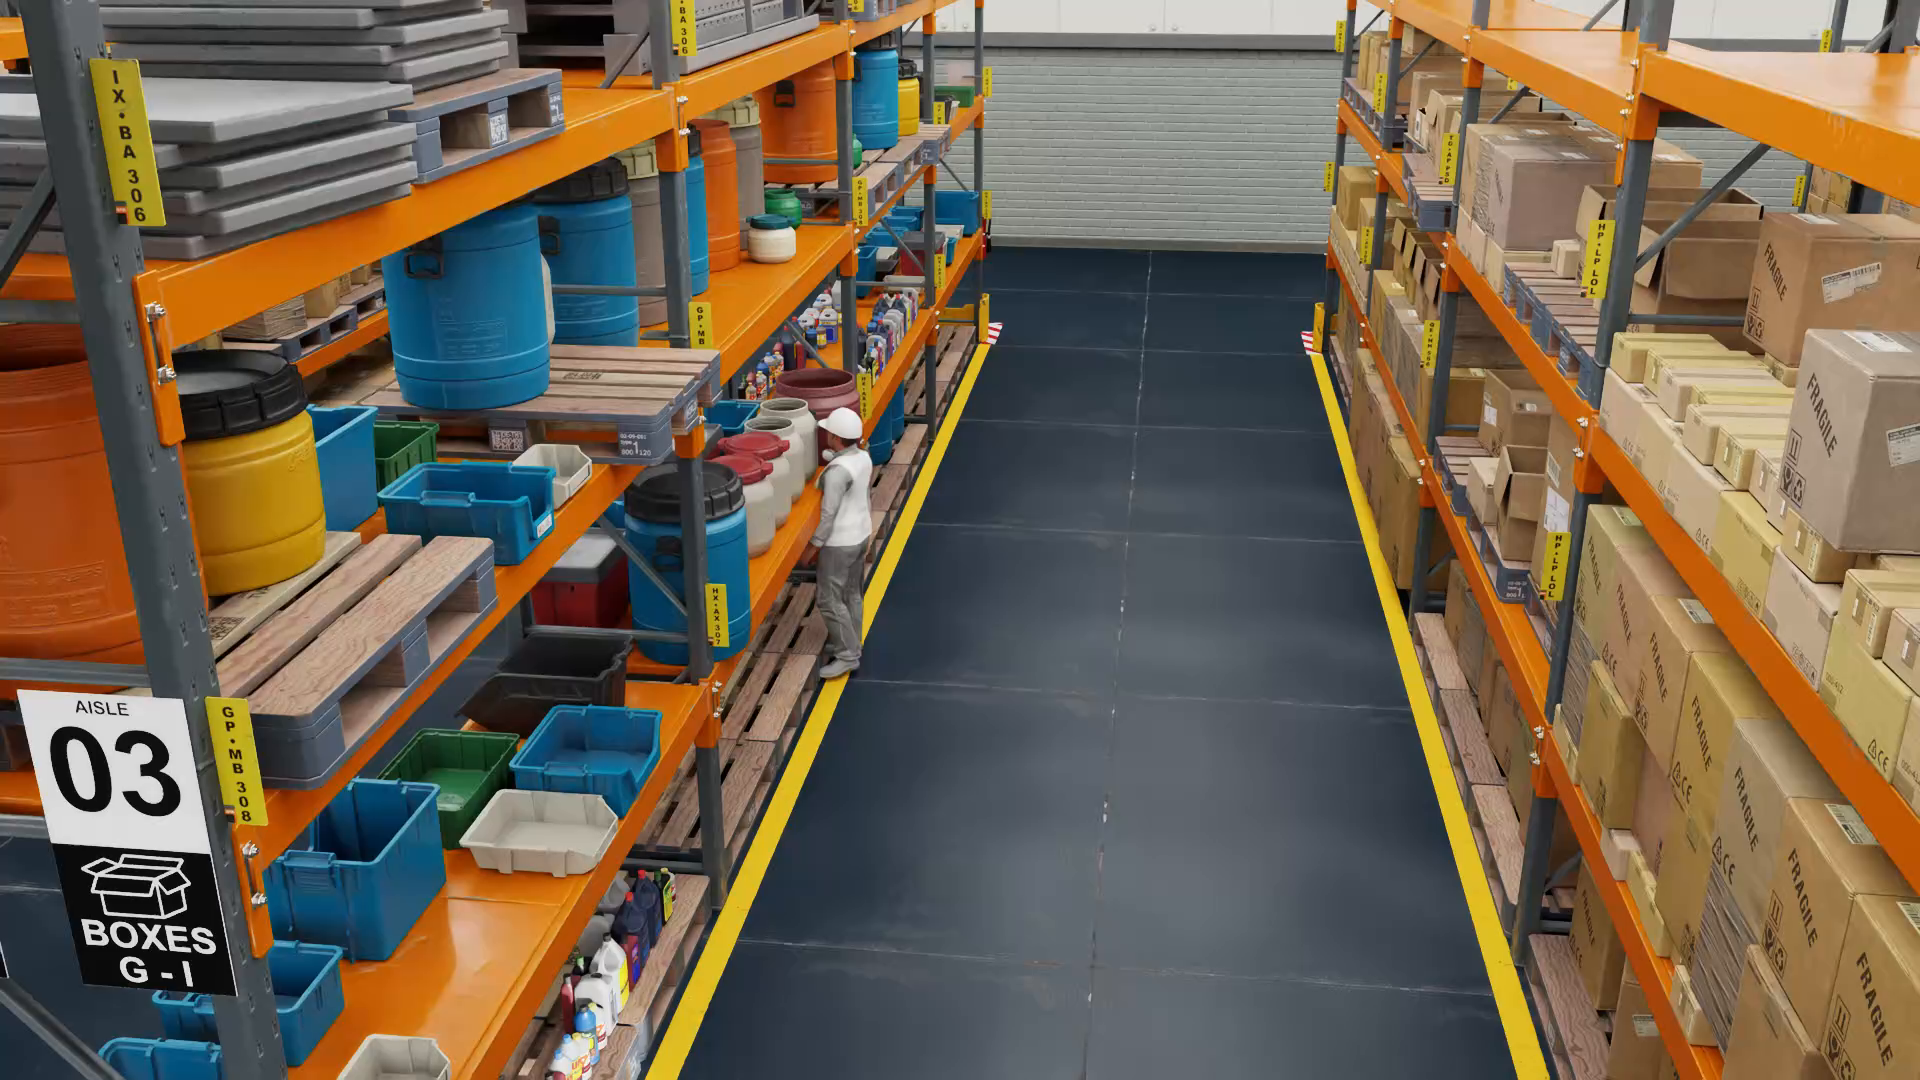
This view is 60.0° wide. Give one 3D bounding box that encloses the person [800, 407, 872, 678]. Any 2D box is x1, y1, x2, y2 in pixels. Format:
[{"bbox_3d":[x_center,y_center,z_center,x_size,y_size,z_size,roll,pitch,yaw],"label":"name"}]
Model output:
[{"bbox_3d":[-0.799,0.002,10.977,0.388,1.791,0.604,7,22,17],"label":"person"}]
